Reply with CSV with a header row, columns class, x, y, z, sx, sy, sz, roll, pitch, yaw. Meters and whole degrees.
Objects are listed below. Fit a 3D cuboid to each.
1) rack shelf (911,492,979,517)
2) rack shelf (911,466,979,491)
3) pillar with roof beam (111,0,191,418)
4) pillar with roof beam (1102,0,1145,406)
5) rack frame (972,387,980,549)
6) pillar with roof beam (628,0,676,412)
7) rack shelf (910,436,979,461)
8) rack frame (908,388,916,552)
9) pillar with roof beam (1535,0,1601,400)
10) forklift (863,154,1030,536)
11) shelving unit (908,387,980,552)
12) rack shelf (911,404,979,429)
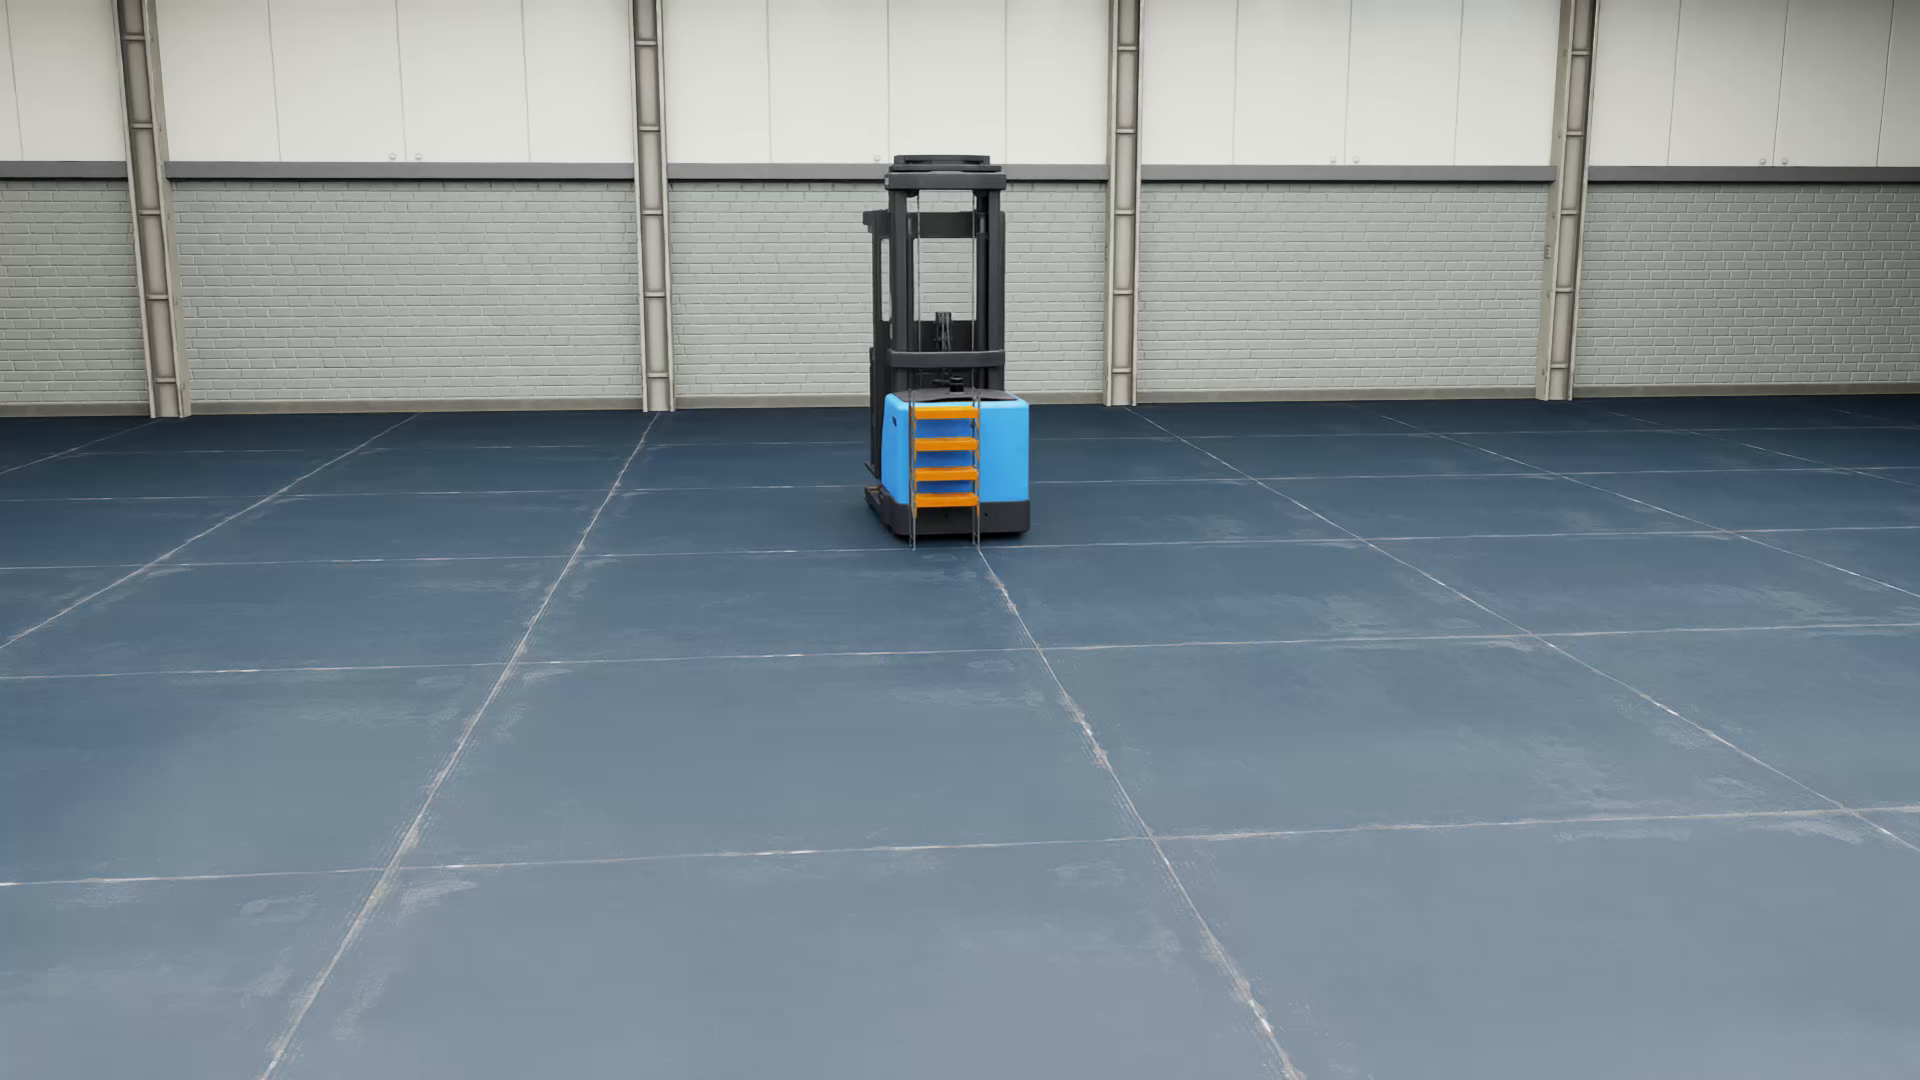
class,x,y,z,sx,sy,sz,roll,pitch,yaw
rack shelf,-0.118,-0.272,12.519,0.480,0.148,0.258,-2,11,-10
rack shelf,-0.118,-0.467,12.480,0.480,0.148,0.258,-2,11,-10
pillar with roof beam,-9.359,-5.133,15.650,0.400,9.000,9.100,-1,11,-6
pillar with roof beam,2.571,-5.383,16.922,0.400,9.000,9.100,-1,11,-6
rack frame,0.122,-0.541,12.508,0.015,1.200,0.240,-2,11,-10
pillar with roof beam,-3.394,-5.258,16.286,0.400,9.000,9.100,-1,11,-6
rack shelf,-0.118,-0.686,12.436,0.480,0.148,0.258,-2,11,-10
rack frame,-0.358,-0.525,12.425,0.015,1.200,0.240,-2,11,-10
pillar with roof beam,8.536,-5.508,17.558,0.400,9.000,9.100,-1,11,-6
forklift,-0.216,-1.704,13.940,1.130,2.935,3.031,-2,11,-10
shelving unit,-0.118,-0.533,12.467,0.503,1.200,0.258,-2,11,-10
rack shelf,-0.118,-0.918,12.390,0.480,0.148,0.258,-2,11,-10
